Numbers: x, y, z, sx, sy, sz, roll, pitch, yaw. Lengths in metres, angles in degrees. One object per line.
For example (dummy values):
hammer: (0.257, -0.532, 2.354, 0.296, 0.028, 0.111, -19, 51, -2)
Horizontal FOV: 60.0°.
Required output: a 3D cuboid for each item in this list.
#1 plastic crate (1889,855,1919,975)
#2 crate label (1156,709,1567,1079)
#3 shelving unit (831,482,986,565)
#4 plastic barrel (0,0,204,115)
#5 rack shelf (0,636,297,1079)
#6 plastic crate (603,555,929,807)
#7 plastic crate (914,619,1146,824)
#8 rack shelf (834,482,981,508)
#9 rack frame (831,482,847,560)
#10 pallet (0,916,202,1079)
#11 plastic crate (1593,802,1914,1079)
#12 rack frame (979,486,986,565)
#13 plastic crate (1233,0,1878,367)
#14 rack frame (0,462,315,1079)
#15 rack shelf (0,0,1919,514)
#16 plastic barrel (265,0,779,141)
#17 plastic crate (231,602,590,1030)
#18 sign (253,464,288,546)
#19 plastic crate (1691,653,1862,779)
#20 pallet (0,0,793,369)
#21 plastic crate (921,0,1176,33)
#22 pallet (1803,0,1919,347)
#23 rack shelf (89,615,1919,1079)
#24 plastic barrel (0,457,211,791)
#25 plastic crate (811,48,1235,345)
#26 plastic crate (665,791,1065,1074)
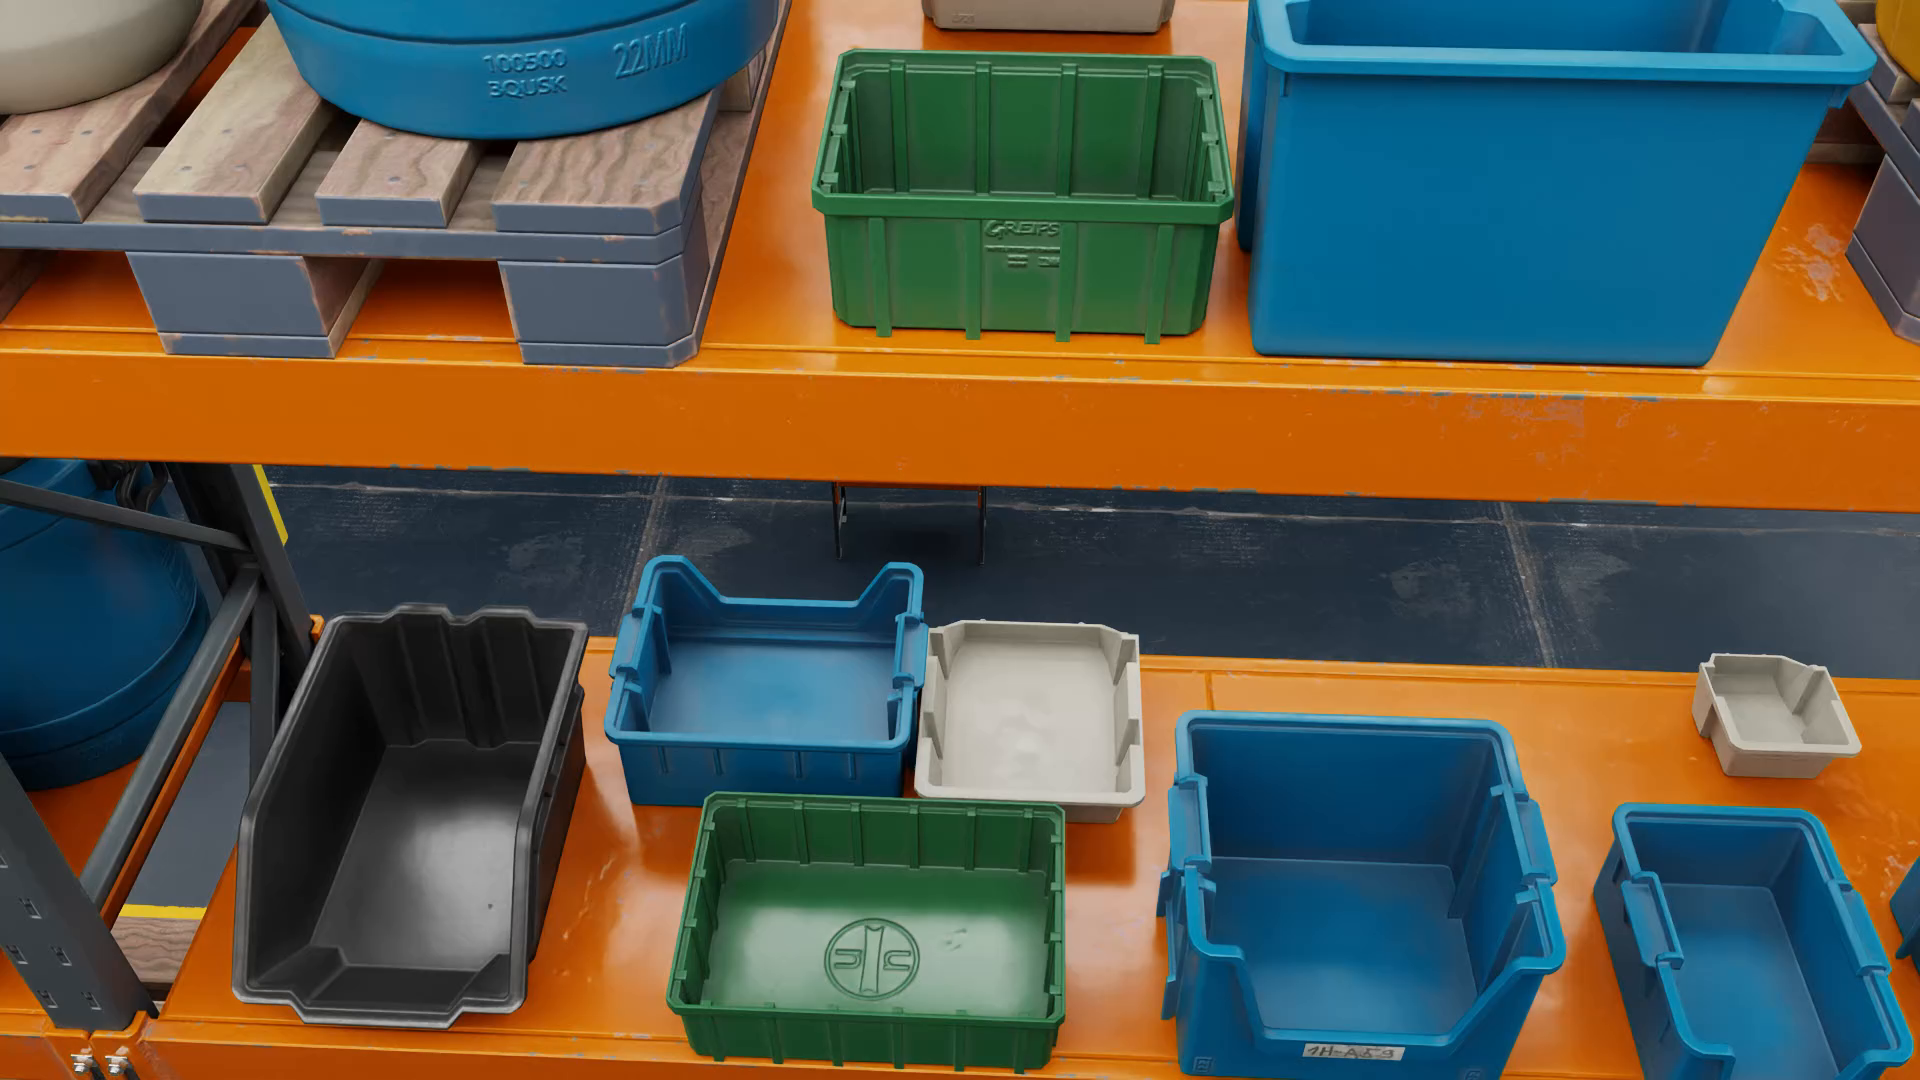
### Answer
plastic crate: (1.991, 0.749, 2.854, 0.616, 0.251, 0.499, 2, 43, 2)
crate label: (0.654, 0.621, 2.857, 0.616, 0.435, 0.502, 2, 43, 2)
shelving unit: (-0.165, -0.444, 5.346, 0.503, 1.200, 0.258, 2, 43, 2)
plastic barrel: (-1.070, -0.762, 1.776, 0.421, 0.512, 0.421, 0, 43, 0)
rack shelf: (-3.489, 0.585, 3.449, 4.000, 0.370, 1.077, 2, 43, 2)
plastic crate: (-0.374, 0.287, 3.350, 0.616, 0.251, 0.499, 2, 43, 2)
plastic crate: (0.142, 0.357, 3.359, 0.437, 0.136, 0.530, 2, 43, 2)
rack shelf: (-0.165, -0.250, 5.528, 0.480, 0.148, 0.258, 2, 43, 2)
rack frame: (-0.409, -0.452, 5.355, 0.015, 1.200, 0.240, 2, 43, 2)
pallet: (-2.278, 1.406, 4.086, 1.213, 0.211, 1.003, 2, 43, 2)
plastic crate: (1.343, 0.725, 2.880, 0.408, 0.251, 0.499, 2, 43, 2)
rack frame: (0.078, -0.437, 5.338, 0.015, 1.200, 0.240, 2, 43, 2)
plastic crate: (0.586, -0.439, 1.832, 0.575, 0.384, 0.392, 2, 43, 2)
rack frame: (-1.491, 0.384, 3.138, 0.127, 3.000, 1.000, 2, 43, 2)
rack shelf: (0.507, -0.389, 2.295, 4.000, 0.370, 1.077, 2, 43, 2)
plastic barrel: (-0.502, -0.948, 1.690, 0.708, 0.901, 0.600, 2, 43, 2)
plastic crate: (-0.974, 0.509, 3.049, 0.504, 0.338, 0.767, 2, 43, 2)
sign: (-1.456, -0.092, 3.445, 0.005, 0.325, 0.100, 2, 43, 2)
plastic crate: (1.625, 0.356, 3.360, 0.250, 0.136, 0.298, 2, 43, 2)
pallet: (-0.766, -0.689, 2.227, 1.003, 0.211, 1.213, 2, 43, 2)
plastic crate: (0.130, -0.844, 2.448, 0.396, 0.136, 0.243, 2, 43, 2)
pallet: (1.682, -0.614, 2.147, 1.213, 0.211, 1.003, 2, 43, 2)
rack shelf: (0.507, 0.708, 3.317, 4.000, 0.370, 1.077, 2, 43, 2)
plastic barrel: (-1.864, -0.018, 3.201, 0.708, 0.901, 0.600, 2, 43, 2)
plastic crate: (0.073, -0.403, 1.936, 0.450, 0.188, 0.336, 2, 43, 2)
plastic crate: (-0.148, 0.695, 2.959, 0.662, 0.188, 0.450, 2, 43, 2)
